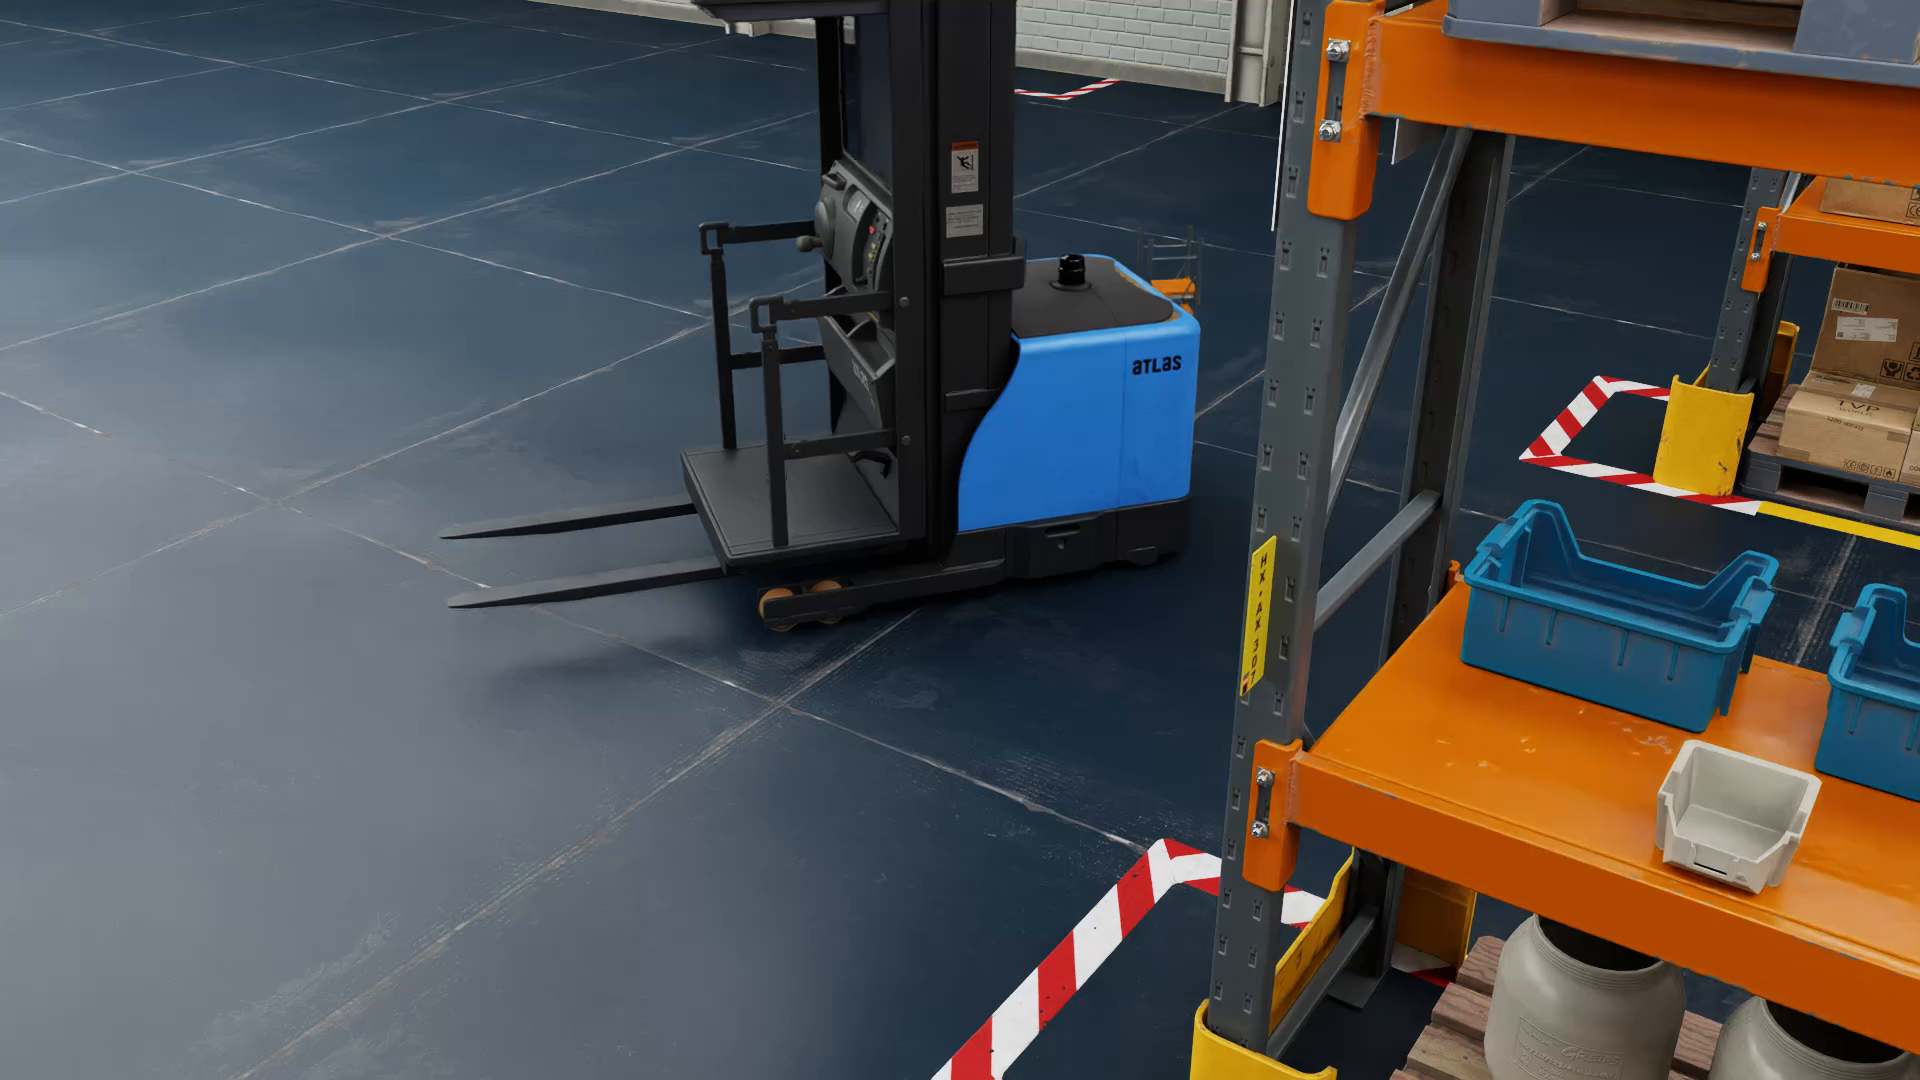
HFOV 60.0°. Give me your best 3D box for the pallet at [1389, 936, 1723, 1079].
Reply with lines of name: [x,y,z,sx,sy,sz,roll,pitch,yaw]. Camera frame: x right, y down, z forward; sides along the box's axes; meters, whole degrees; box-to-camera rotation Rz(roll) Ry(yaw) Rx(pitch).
pallet: [1.668,1.528,4.014,1.213,0.211,1.003,17,32,30]

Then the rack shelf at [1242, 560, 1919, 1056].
rack shelf: [2.561,0.907,2.953,4.000,0.370,1.077,17,32,30]

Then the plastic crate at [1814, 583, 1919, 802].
plastic crate: [2.027,0.325,3.468,0.408,0.251,0.499,17,32,30]

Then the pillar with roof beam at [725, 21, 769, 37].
pillar with roof beam: [-4.740,-7.920,12.891,0.400,9.000,9.100,17,32,30]

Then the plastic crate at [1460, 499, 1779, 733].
plastic crate: [1.495,0.156,3.800,0.616,0.251,0.499,17,32,30]

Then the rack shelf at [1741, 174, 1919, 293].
rack shelf: [5.369,-0.944,6.590,4.000,0.370,1.077,17,32,30]

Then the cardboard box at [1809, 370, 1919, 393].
cardboard box: [4.329,-0.712,7.911,0.500,0.250,0.500,17,32,30]

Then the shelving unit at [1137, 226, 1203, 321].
shelving unit: [0.916,-0.800,7.497,0.258,1.200,0.189,-3,27,-7]

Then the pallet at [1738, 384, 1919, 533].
pallet: [4.374,-0.354,7.714,1.213,0.211,1.003,17,32,30]

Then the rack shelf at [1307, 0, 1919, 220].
rack shelf: [2.561,-0.430,2.273,4.000,0.370,1.077,17,32,30]

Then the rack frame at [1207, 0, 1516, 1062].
rack frame: [0.913,0.073,3.799,0.127,3.000,1.000,17,32,30]

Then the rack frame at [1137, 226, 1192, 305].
rack frame: [0.905,-0.840,7.578,0.240,1.200,0.006,-3,27,-7]

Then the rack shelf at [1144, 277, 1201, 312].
rack shelf: [0.916,-1.083,7.356,0.258,0.103,0.180,-3,27,-7]

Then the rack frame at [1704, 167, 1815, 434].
rack frame: [3.720,-1.778,7.436,0.127,3.000,1.000,17,32,30]

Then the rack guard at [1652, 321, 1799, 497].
rack guard: [3.700,-0.670,8.015,0.348,0.500,1.175,17,32,30]

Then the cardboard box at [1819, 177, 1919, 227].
cardboard box: [4.098,-1.698,7.169,0.500,0.500,0.700,17,32,30]

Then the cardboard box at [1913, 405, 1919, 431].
cardboard box: [4.449,-0.725,7.110,0.500,0.500,0.500,17,32,30]

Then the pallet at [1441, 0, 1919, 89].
pallet: [1.539,-0.931,2.672,1.213,0.211,1.003,17,32,30]

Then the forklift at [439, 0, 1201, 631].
forklift: [-0.598,-1.216,6.408,3.031,2.935,1.130,-9,28,-16]

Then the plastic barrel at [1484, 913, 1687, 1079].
plastic barrel: [1.498,1.135,3.992,0.421,0.512,0.421,0,27,0]

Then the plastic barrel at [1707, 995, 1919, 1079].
plastic barrel: [1.911,1.264,3.739,0.421,0.512,0.421,0,27,0]

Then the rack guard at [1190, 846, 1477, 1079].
rack guard: [1.002,1.189,4.362,0.348,0.500,1.175,17,32,30]

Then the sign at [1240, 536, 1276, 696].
sign: [0.598,0.154,3.335,0.005,0.325,0.100,17,32,30]

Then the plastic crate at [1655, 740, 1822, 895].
plastic crate: [1.468,0.541,3.171,0.250,0.136,0.298,17,32,30]

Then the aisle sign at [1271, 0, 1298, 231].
aisle sign: [0.687,-0.994,3.031,0.004,0.787,0.394,17,32,30]

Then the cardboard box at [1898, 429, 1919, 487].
cardboard box: [4.450,-0.392,7.281,0.500,0.250,0.500,17,32,30]

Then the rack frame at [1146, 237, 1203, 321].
rack frame: [0.928,-0.760,7.416,0.240,1.200,0.006,-3,27,-7]

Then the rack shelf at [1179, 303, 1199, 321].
rack shelf: [0.916,-0.975,7.410,0.258,0.103,0.180,-3,27,-7]

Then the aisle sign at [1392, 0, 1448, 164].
aisle sign: [1.021,-1.215,3.464,0.004,0.787,0.394,17,32,30]

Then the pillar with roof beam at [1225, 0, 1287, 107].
pillar with roof beam: [0.205,-6.379,9.864,0.400,9.000,9.100,17,32,30]

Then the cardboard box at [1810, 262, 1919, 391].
cardboard box: [4.331,-1.047,7.743,0.500,0.500,0.500,17,32,30]

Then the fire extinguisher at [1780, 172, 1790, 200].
fire extinguisher: [3.886,-1.947,7.855,0.183,0.674,0.296,17,32,30]

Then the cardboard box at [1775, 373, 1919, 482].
cardboard box: [4.036,-0.519,7.531,0.500,0.250,0.500,17,32,30]
